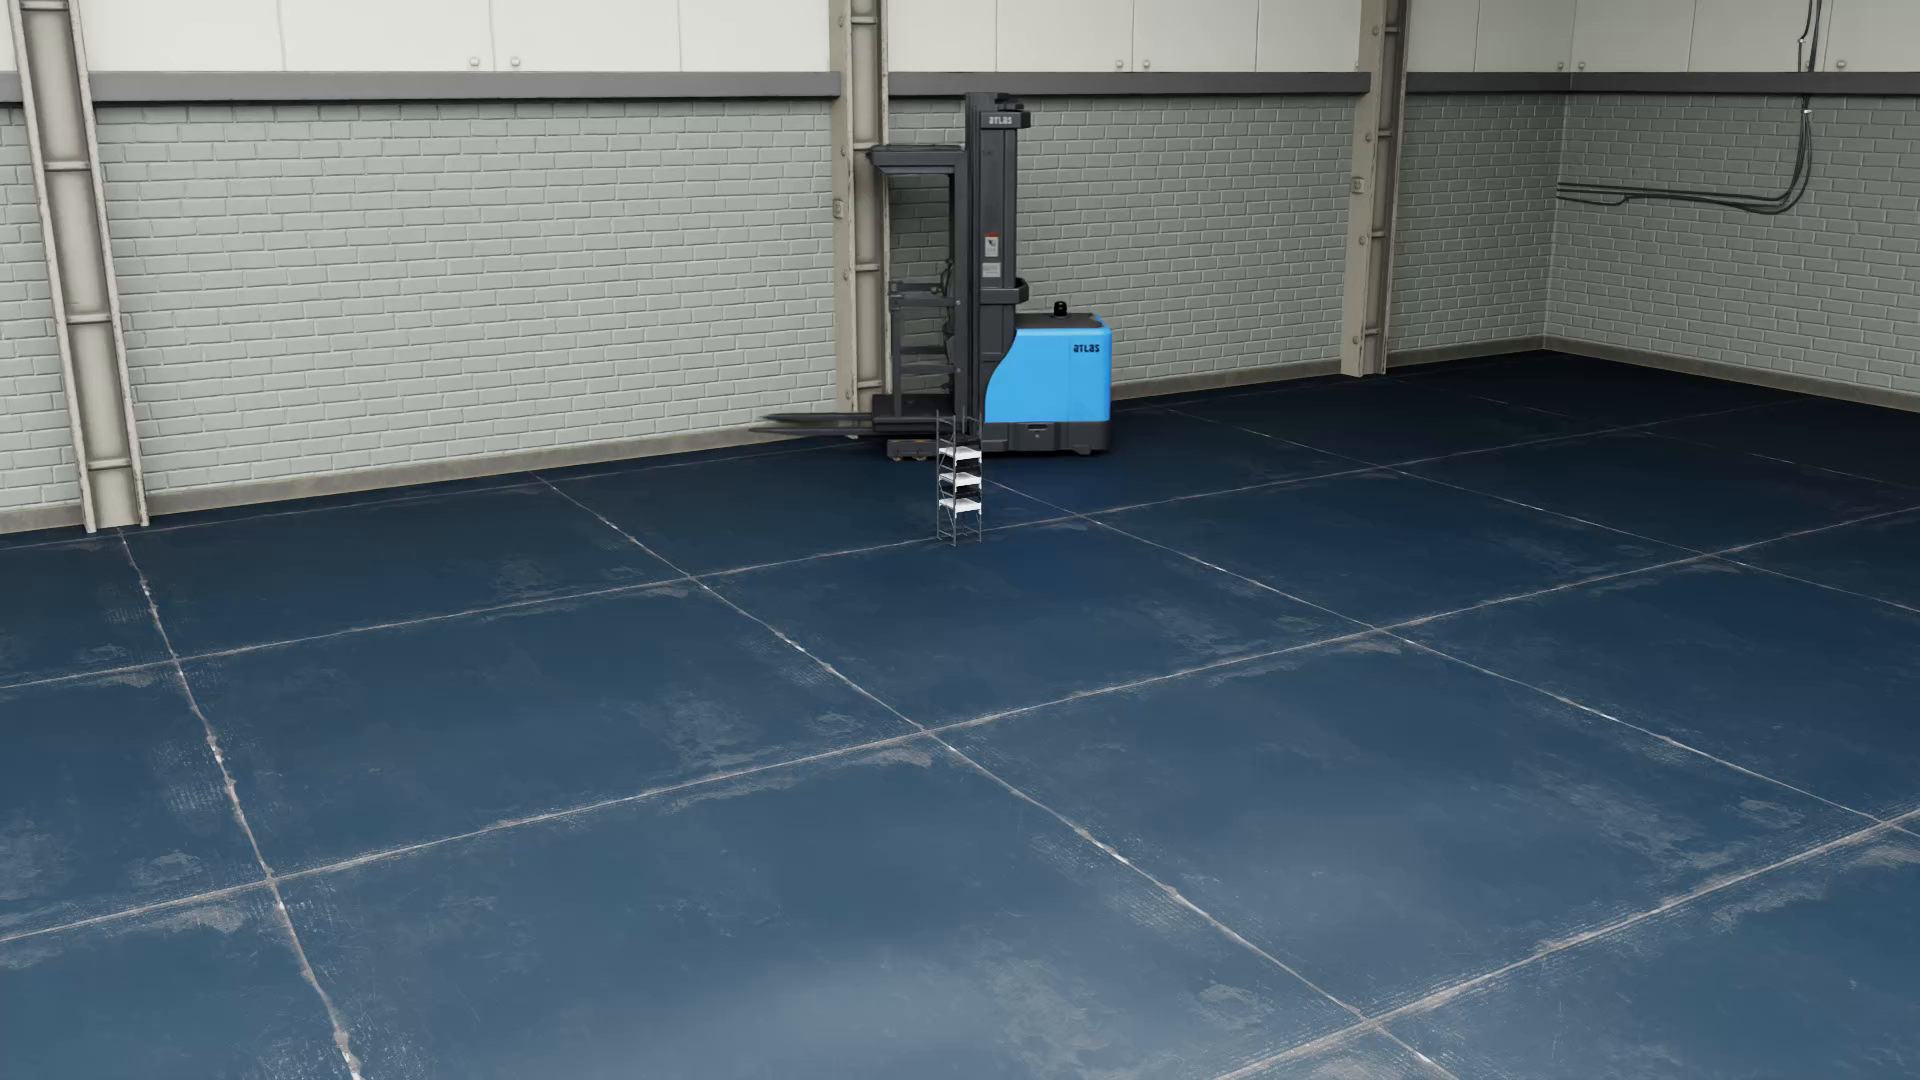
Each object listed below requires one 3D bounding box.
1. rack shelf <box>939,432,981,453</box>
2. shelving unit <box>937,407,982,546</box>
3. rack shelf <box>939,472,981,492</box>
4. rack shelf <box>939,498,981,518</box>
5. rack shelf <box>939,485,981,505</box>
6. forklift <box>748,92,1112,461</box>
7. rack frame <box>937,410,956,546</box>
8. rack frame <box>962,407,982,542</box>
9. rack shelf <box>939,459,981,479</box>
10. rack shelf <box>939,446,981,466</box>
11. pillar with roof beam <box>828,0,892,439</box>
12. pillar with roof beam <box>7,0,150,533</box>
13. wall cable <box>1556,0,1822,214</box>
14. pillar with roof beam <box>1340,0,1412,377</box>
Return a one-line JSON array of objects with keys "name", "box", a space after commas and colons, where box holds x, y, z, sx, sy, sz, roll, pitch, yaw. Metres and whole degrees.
[{"name": "rack shelf", "box": [-0.007, -0.660, 11.220, 0.200, 0.077, 0.258, -9, 18, -30]}, {"name": "shelving unit", "box": [-0.007, -0.432, 11.284, 0.210, 0.900, 0.258, -9, 18, -30]}, {"name": "rack shelf", "box": [-0.007, -0.400, 11.293, 0.200, 0.077, 0.258, -9, 18, -30]}, {"name": "rack shelf", "box": [-0.007, -0.227, 11.342, 0.200, 0.077, 0.258, -9, 18, -30]}, {"name": "rack shelf", "box": [-0.007, -0.313, 11.318, 0.200, 0.077, 0.258, -9, 18, -30]}, {"name": "forklift", "box": [-0.269, -2.215, 13.881, 3.031, 2.935, 1.130, -1, 16, -2]}, {"name": "rack frame", "box": [-0.094, -0.418, 11.234, 0.006, 0.900, 0.240, -9, 18, -30]}, {"name": "rack frame", "box": [0.080, -0.446, 11.335, 0.006, 0.900, 0.240, -9, 18, -30]}, {"name": "rack shelf", "box": [-0.007, -0.487, 11.269, 0.200, 0.077, 0.258, -9, 18, -30]}, {"name": "rack shelf", "box": [-0.007, -0.573, 11.245, 0.200, 0.077, 0.258, -9, 18, -30]}, {"name": "pillar with roof beam", "box": [1.370, -4.284, 10.020, 0.400, 9.000, 9.100, -9, 18, -30]}, {"name": "pillar with roof beam", "box": [-3.773, -3.450, 7.045, 0.400, 9.000, 9.100, -9, 18, -30]}, {"name": "wall cable", "box": [7.502, -4.722, 17.337, 0.112, 2.526, 3.097, -9, 18, -30]}, {"name": "pillar with roof beam", "box": [6.513, -5.118, 12.995, 0.400, 9.000, 9.100, -9, 18, -30]}]
